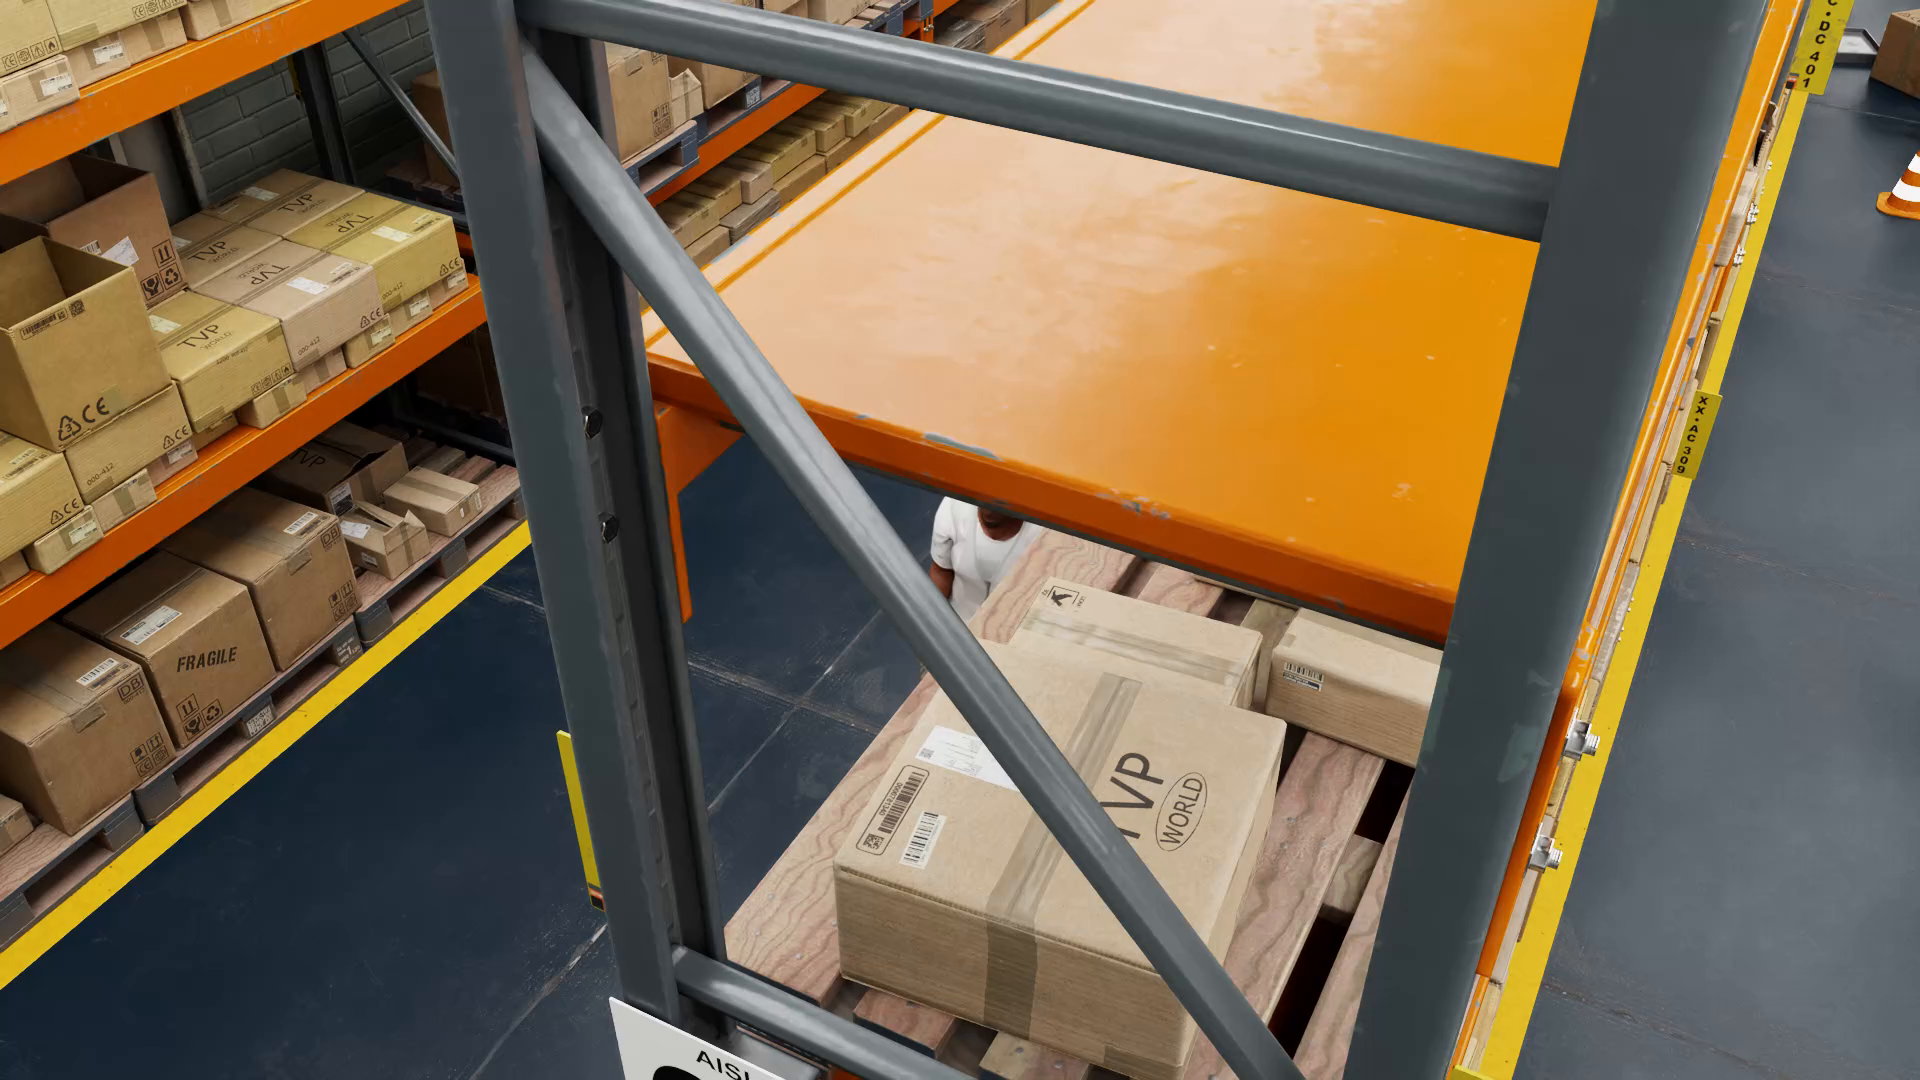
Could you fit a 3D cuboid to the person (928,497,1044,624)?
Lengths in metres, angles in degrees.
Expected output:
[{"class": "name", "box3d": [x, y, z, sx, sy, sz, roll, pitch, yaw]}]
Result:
[{"class": "person", "box3d": [0.147, 0.362, 6.262, 0.583, 1.766, 0.422, 17, 41, 20]}]
